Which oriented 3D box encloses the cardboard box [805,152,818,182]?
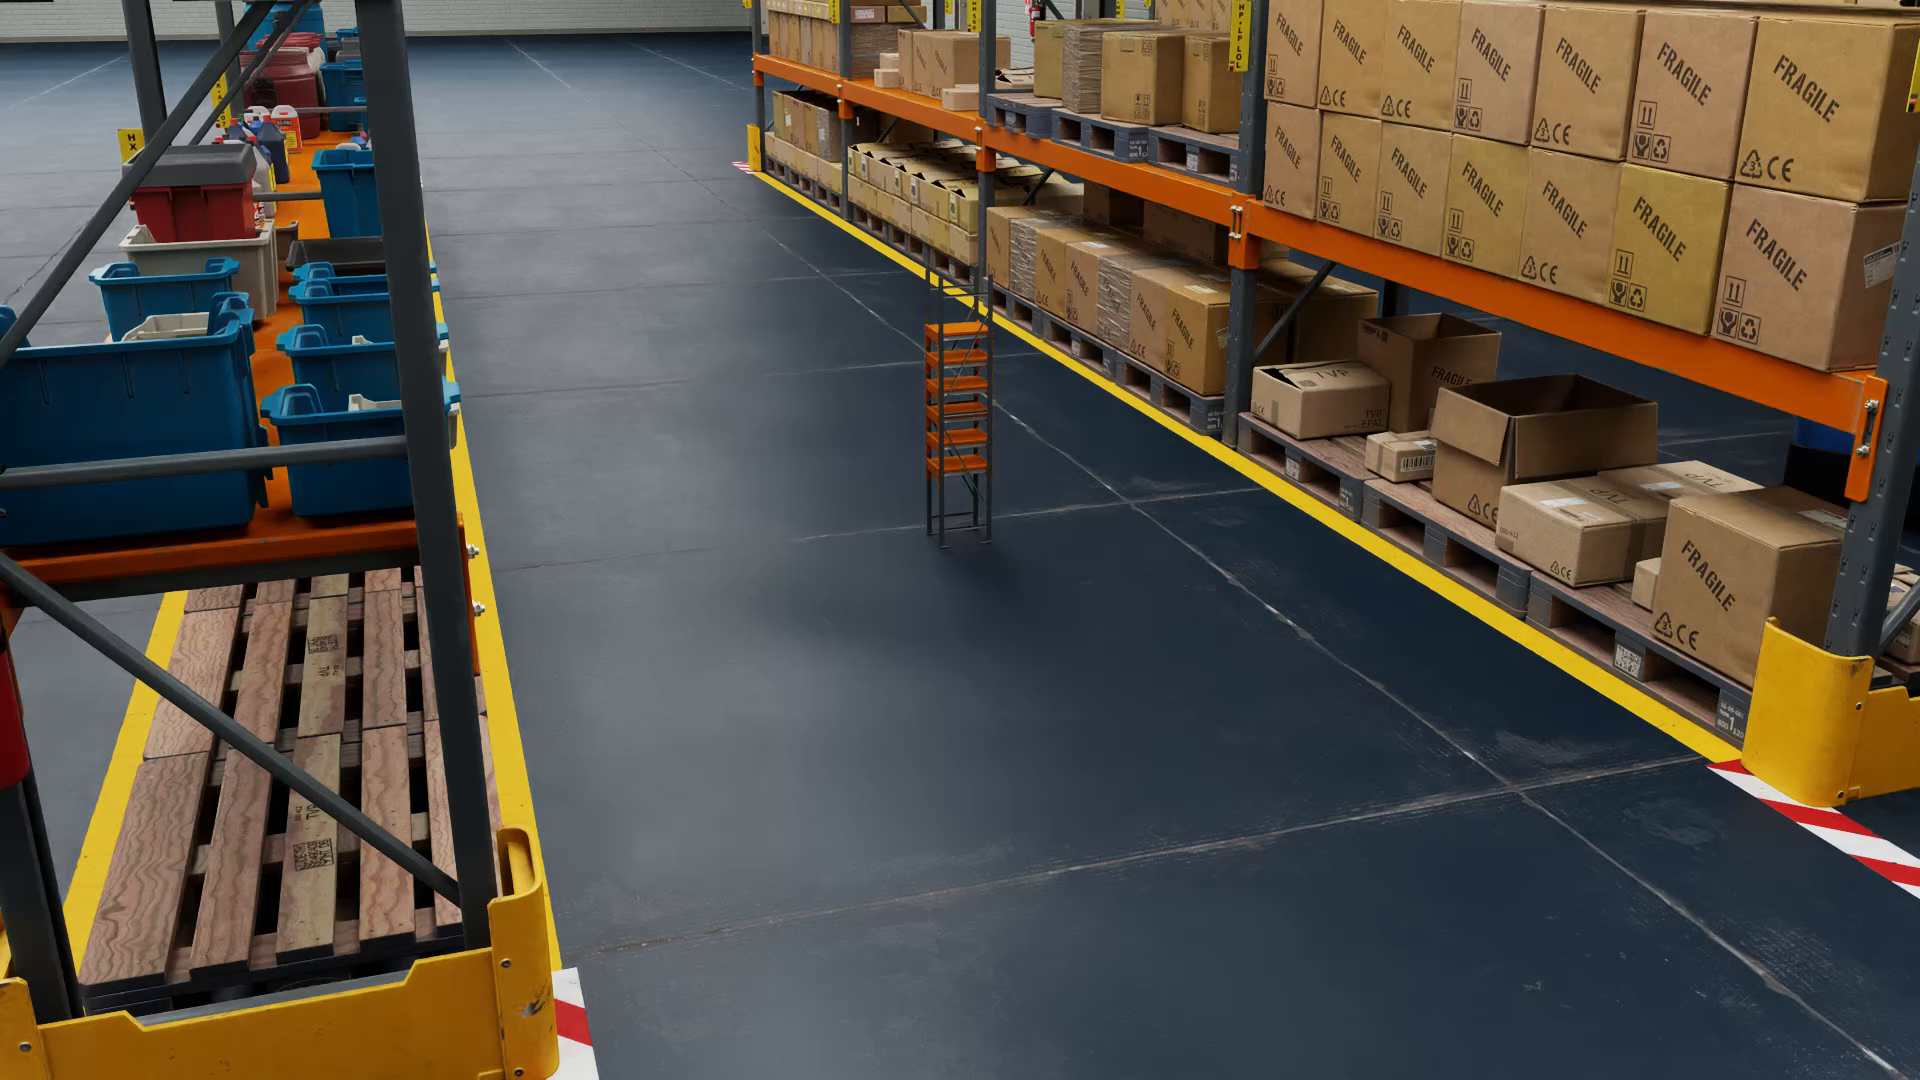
[{"bbox_3d":[-1.303,-3.874,17.210,0.500,0.250,0.500,-6,21,-17],"label":"cardboard box"}]

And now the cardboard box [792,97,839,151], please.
[{"bbox_3d":[-1.461,-4.387,17.530,0.500,0.500,0.500,-6,21,-17],"label":"cardboard box"}]

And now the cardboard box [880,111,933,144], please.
[{"bbox_3d":[-0.479,-3.963,16.349,0.500,0.500,0.500,-6,21,-17],"label":"cardboard box"}]

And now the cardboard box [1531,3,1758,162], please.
[{"bbox_3d":[2.413,-1.632,5.897,0.500,0.500,0.500,-6,21,-16],"label":"cardboard box"}]

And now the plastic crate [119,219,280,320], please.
[{"bbox_3d":[-2.514,-0.895,5.556,0.437,0.282,0.530,-6,21,-17],"label":"plastic crate"}]

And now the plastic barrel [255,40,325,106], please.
[{"bbox_3d":[-4.875,-3.358,12.128,0.433,0.535,0.433,0,20,0],"label":"plastic barrel"}]

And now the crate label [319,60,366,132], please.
[{"bbox_3d":[-4.132,-3.080,11.501,0.502,0.435,0.616,-6,21,-17],"label":"crate label"}]

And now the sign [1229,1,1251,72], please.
[{"bbox_3d":[1.358,-2.442,8.064,0.100,0.325,0.005,-6,21,-17],"label":"sign"}]

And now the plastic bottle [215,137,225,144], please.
[{"bbox_3d":[-3.477,-1.728,7.863,0.144,0.351,0.185,-6,21,-17],"label":"plastic bottle"}]

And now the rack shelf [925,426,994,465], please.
[{"bbox_3d":[-0.005,-0.415,7.282,0.258,0.103,0.180,-6,21,-17],"label":"rack shelf"}]

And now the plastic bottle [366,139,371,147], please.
[{"bbox_3d":[-2.967,-1.934,8.547,0.152,0.276,0.135,-6,21,-17],"label":"plastic bottle"}]

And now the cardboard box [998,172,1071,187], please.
[{"bbox_3d":[0.568,-2.775,13.322,0.500,0.311,0.500,-7,21,-19],"label":"cardboard box"}]

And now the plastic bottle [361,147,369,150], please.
[{"bbox_3d":[-2.635,-1.569,7.420,0.144,0.351,0.185,-6,21,-17],"label":"plastic bottle"}]

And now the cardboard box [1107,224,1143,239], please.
[{"bbox_3d":[1.306,-1.830,11.120,0.500,0.500,0.500,-7,21,-19],"label":"cardboard box"}]

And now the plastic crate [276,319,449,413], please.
[{"bbox_3d":[-1.534,-0.423,4.316,0.416,0.233,0.300,-6,21,-17],"label":"plastic crate"}]

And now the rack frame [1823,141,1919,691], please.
[{"bbox_3d":[3.141,-0.673,4.853,1.000,3.000,0.127,-6,21,-17],"label":"rack frame"}]

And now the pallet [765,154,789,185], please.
[{"bbox_3d":[-1.608,-4.254,18.949,1.003,0.211,1.213,-6,21,-17],"label":"pallet"}]

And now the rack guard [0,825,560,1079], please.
[{"bbox_3d":[-1.542,1.035,3.796,1.175,0.500,0.348,-6,21,-17],"label":"rack guard"}]

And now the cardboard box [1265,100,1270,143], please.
[{"bbox_3d":[1.947,-2.377,8.829,0.700,0.500,0.500,-15,24,-35],"label":"cardboard box"}]

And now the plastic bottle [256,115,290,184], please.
[{"bbox_3d":[-3.663,-2.082,8.847,0.144,0.351,0.185,-6,21,-17],"label":"plastic bottle"}]

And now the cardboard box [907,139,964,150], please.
[{"bbox_3d":[-0.231,-3.592,15.597,0.500,0.311,0.500,-6,21,-17],"label":"cardboard box"}]

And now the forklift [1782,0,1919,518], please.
[{"bbox_3d":[5.140,-1.841,8.206,1.130,2.935,3.031,14,24,33],"label":"forklift"}]

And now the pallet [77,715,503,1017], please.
[{"bbox_3d":[-1.785,0.895,4.611,1.003,0.211,1.213,-6,21,-17],"label":"pallet"}]

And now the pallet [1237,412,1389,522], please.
[{"bbox_3d":[2.099,-0.424,8.285,1.003,0.211,1.213,-6,21,-17],"label":"pallet"}]

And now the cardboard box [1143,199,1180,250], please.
[{"bbox_3d":[1.491,-2.003,10.494,0.500,0.250,0.500,-7,21,-18],"label":"cardboard box"}]

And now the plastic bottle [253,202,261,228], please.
[{"bbox_3d":[-3.138,-1.450,7.309,0.097,0.201,0.097,0,20,0],"label":"plastic bottle"}]

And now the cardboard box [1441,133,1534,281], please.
[{"bbox_3d":[2.266,-1.324,6.516,0.500,0.500,0.500,-7,21,-18],"label":"cardboard box"}]

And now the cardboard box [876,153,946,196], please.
[{"bbox_3d":[-0.421,-3.205,14.520,0.500,0.311,0.500,-7,21,-19],"label":"cardboard box"}]

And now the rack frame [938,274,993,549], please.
[{"bbox_3d":[0.024,-0.540,7.145,0.240,1.200,0.006,-6,21,-17],"label":"rack frame"}]

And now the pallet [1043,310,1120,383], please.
[{"bbox_3d":[1.205,-1.294,10.706,1.003,0.211,1.213,-6,21,-17],"label":"pallet"}]

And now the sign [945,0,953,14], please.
[{"bbox_3d":[-0.118,-5.093,15.562,0.100,0.325,0.005,-6,21,-17],"label":"sign"}]

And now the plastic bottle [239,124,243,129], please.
[{"bbox_3d":[-3.947,-2.145,9.141,0.097,0.271,0.097,0,20,0],"label":"plastic bottle"}]

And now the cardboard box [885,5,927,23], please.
[{"bbox_3d":[-0.531,-4.983,15.745,0.380,0.149,0.250,-6,21,-17],"label":"cardboard box"}]

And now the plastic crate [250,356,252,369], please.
[{"bbox_3d":[-2.068,-0.389,4.364,0.396,0.136,0.243,-6,21,-17],"label":"plastic crate"}]

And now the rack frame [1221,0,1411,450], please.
[{"bbox_3d":[1.884,-1.957,8.427,1.000,3.000,0.127,-6,21,-17],"label":"rack frame"}]

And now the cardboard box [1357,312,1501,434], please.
[{"bbox_3d":[2.332,-0.835,8.350,0.500,0.500,0.500,-6,21,-17],"label":"cardboard box"}]

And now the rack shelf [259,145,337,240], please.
[{"bbox_3d":[-3.448,-1.735,8.874,1.077,0.370,4.000,-6,21,-17],"label":"rack shelf"}]

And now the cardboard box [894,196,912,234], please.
[{"bbox_3d":[-0.255,-2.778,14.161,0.500,0.250,0.500,-6,21,-16],"label":"cardboard box"}]

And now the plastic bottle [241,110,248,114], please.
[{"bbox_3d":[-4.188,-2.377,9.769,0.061,0.283,0.133,-6,21,-17],"label":"plastic bottle"}]

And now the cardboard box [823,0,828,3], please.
[{"bbox_3d":[-0.936,-5.485,16.184,0.700,0.500,0.500,-6,21,-17],"label":"cardboard box"}]

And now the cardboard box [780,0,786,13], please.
[{"bbox_3d":[-1.729,-5.765,17.923,0.380,0.149,0.250,-7,21,-18],"label":"cardboard box"}]

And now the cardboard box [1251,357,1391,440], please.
[{"bbox_3d":[1.811,-0.741,8.368,0.500,0.311,0.500,-6,21,-17],"label":"cardboard box"}]

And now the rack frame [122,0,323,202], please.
[{"bbox_3d":[-2.819,-1.432,6.965,1.000,3.000,0.127,-6,21,-17],"label":"rack frame"}]

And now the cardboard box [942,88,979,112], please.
[{"bbox_3d":[0.082,-3.381,12.765,0.380,0.149,0.250,-6,21,-17],"label":"cardboard box"}]

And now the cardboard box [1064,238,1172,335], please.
[{"bbox_3d":[0.990,-1.599,10.477,0.500,0.500,0.500,-7,21,-19],"label":"cardboard box"}]

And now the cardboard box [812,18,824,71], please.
[{"bbox_3d":[-1.102,-5.043,16.871,0.700,0.500,0.500,-6,21,-16],"label":"cardboard box"}]

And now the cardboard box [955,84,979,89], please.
[{"bbox_3d":[0.173,-3.525,13.166,0.380,0.149,0.250,-5,20,-13],"label":"cardboard box"}]

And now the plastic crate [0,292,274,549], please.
[{"bbox_3d":[-1.845,-0.281,3.619,0.616,0.435,0.499,-6,21,-17],"label":"plastic crate"}]

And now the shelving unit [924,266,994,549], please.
[{"bbox_3d":[-0.005,-0.569,7.227,0.258,1.200,0.189,-6,21,-17],"label":"shelving unit"}]

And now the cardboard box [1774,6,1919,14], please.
[{"bbox_3d":[3.081,-1.528,5.607,0.500,0.500,0.500,-6,21,-17],"label":"cardboard box"}]

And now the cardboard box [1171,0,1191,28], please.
[{"bbox_3d":[2.824,-6.282,19.552,0.500,0.500,0.500,-6,21,-17],"label":"cardboard box"}]

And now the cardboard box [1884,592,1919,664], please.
[{"bbox_3d":[3.336,0.291,5.737,0.380,0.149,0.250,-6,21,-17],"label":"cardboard box"}]

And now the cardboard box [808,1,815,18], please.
[{"bbox_3d":[-1.317,-5.349,16.763,0.380,0.149,0.250,-6,21,-16],"label":"cardboard box"}]
